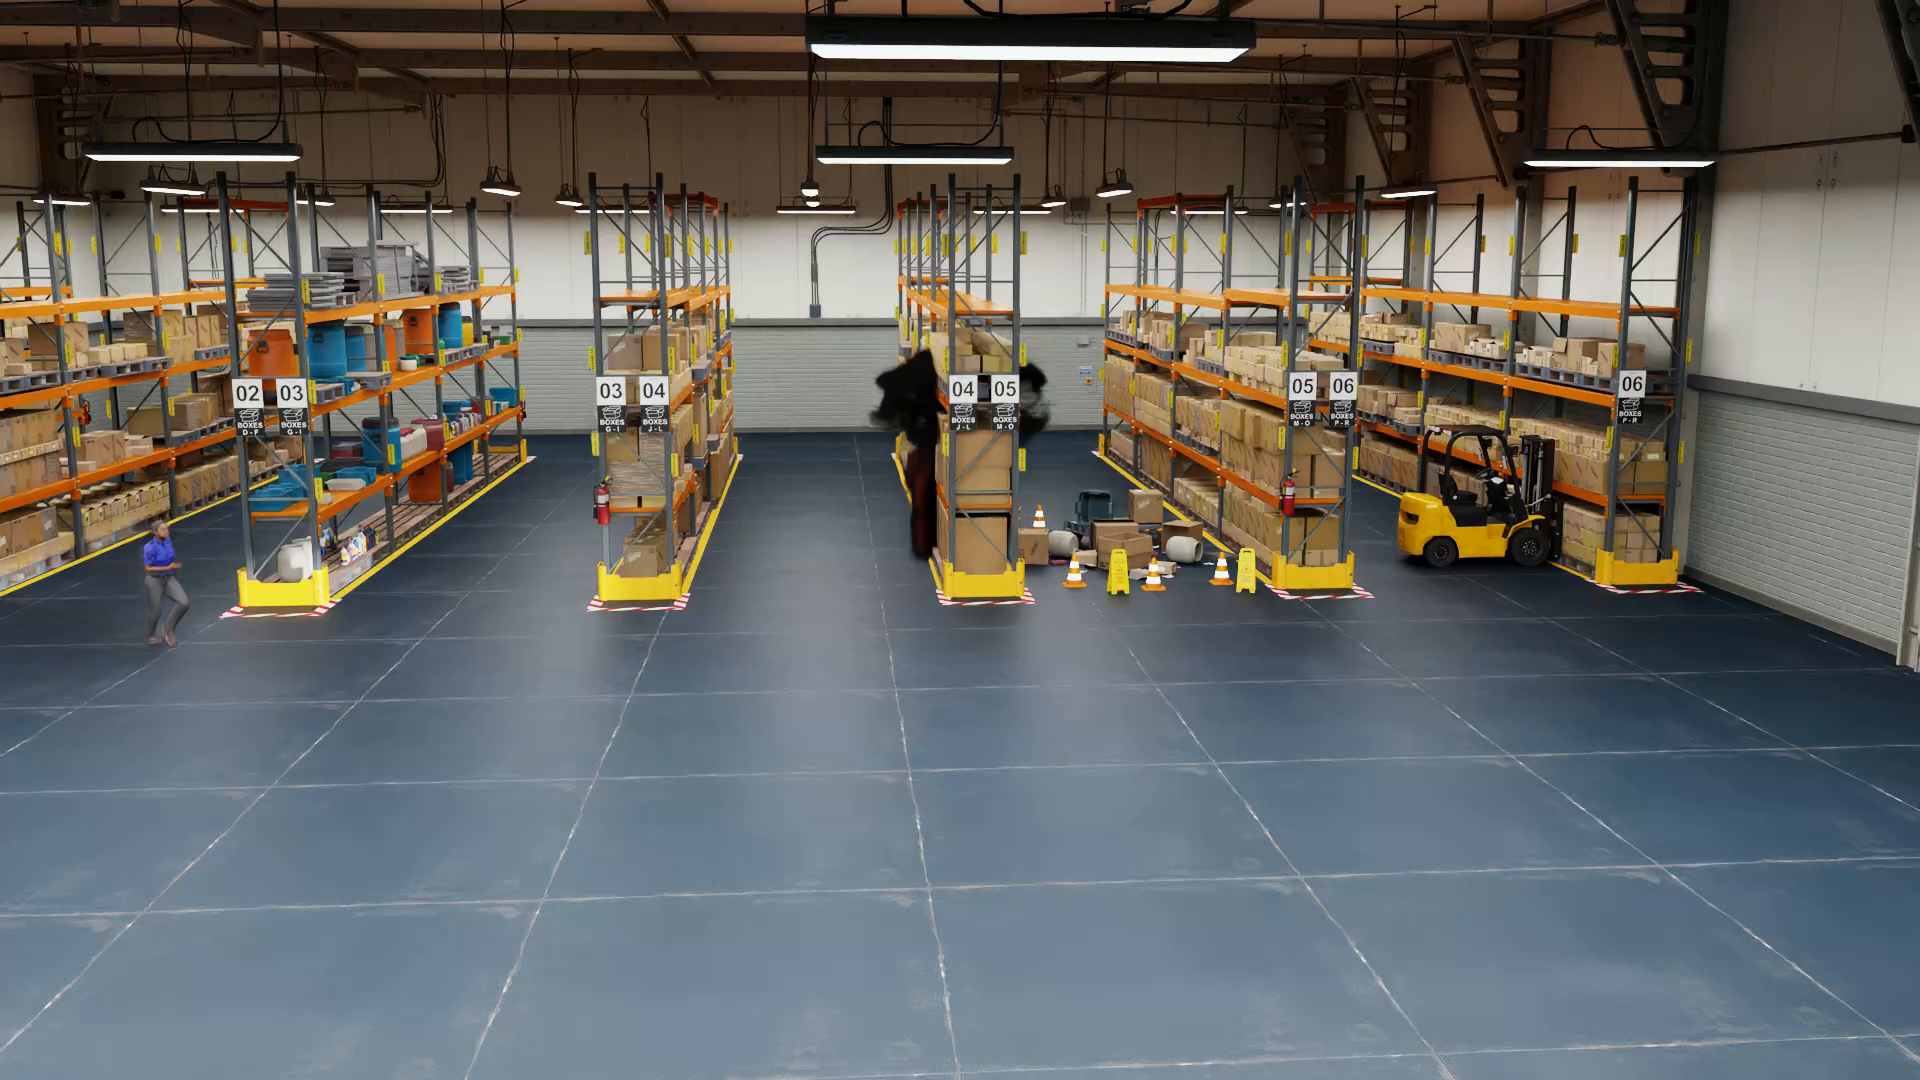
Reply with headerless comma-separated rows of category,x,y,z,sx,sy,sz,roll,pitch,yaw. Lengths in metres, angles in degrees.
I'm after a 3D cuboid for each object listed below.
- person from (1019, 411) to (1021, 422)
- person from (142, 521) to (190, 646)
person,1.068,-2.537,38.268,0.657,1.722,0.925,0,10,-2
person,-9.995,0.544,20.859,0.781,1.615,0.606,4,11,21
